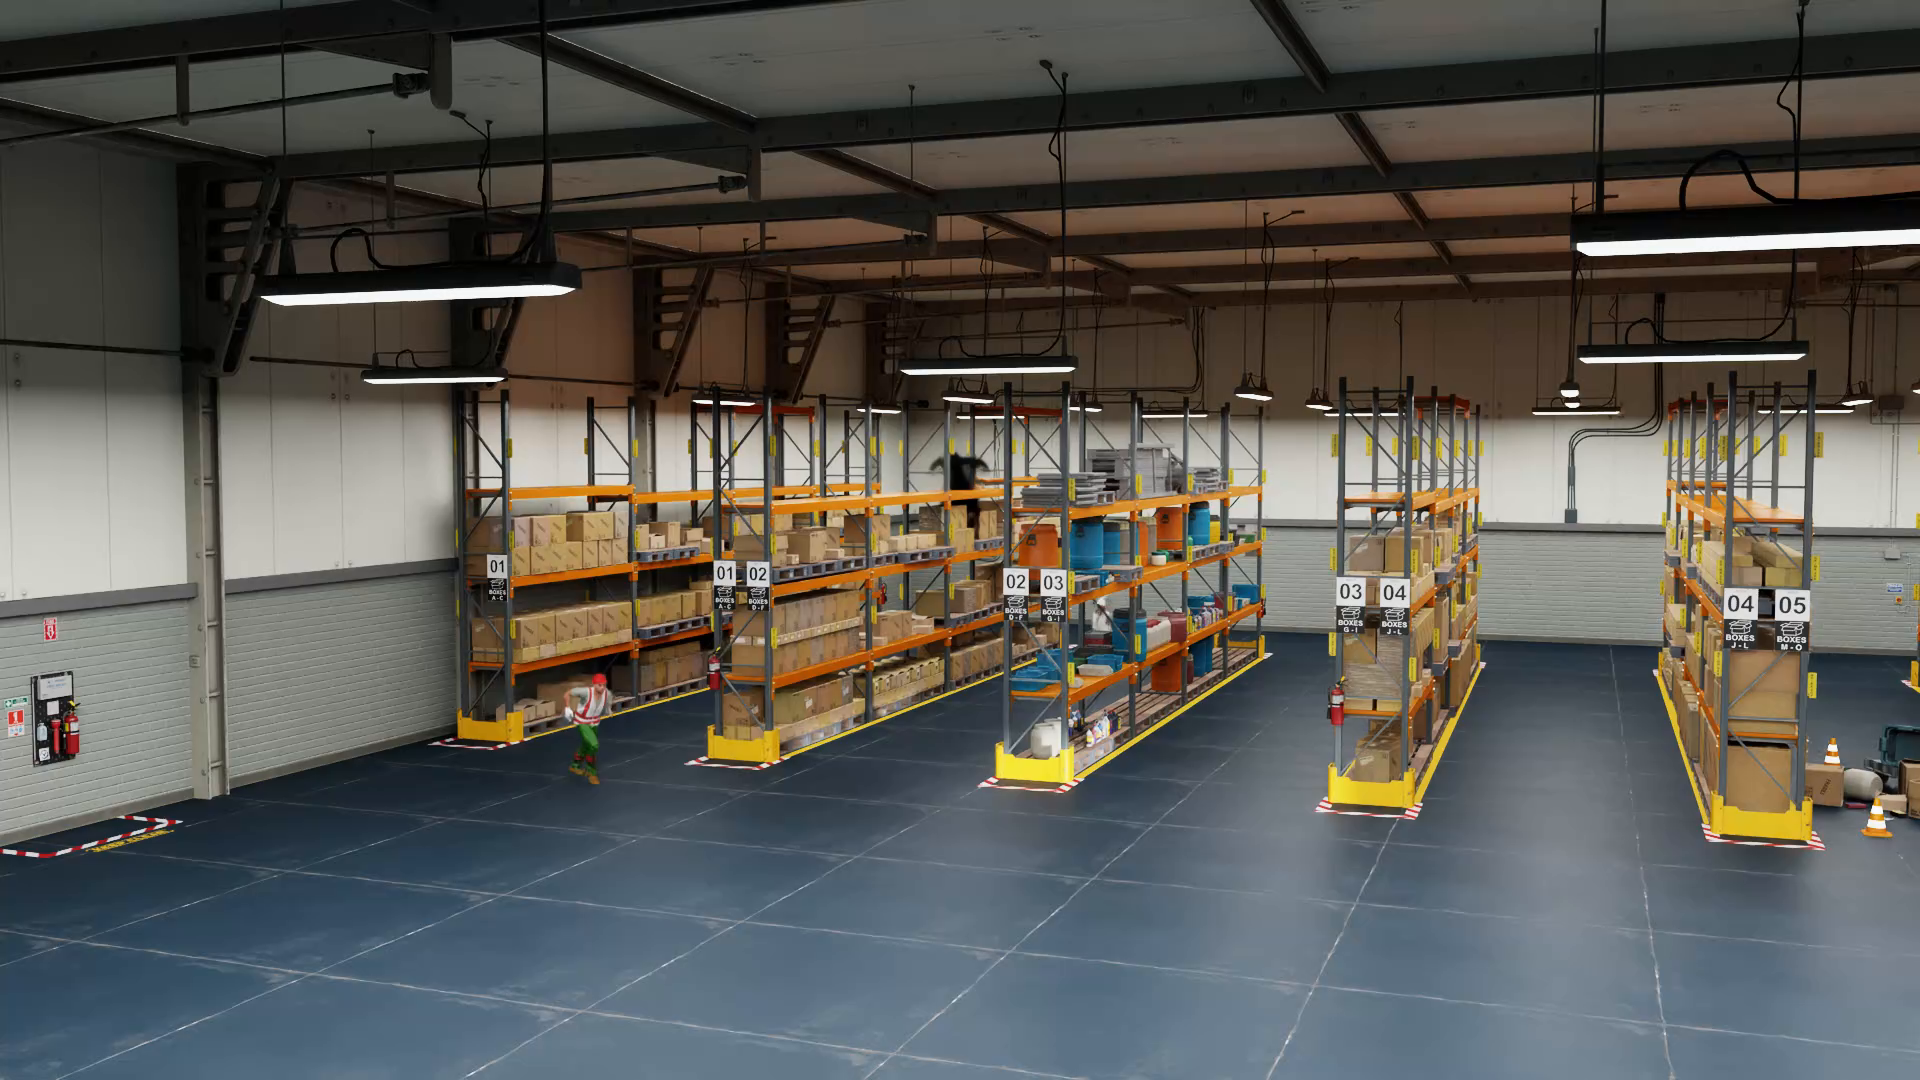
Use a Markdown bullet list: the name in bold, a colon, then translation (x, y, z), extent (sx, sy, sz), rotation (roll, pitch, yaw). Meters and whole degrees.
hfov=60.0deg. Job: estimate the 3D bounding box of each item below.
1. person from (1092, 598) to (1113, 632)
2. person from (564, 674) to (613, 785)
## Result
- **person**: translation (3.134, 2.117, 36.567), extent (0.651, 1.705, 0.738), rotation (2, 4, 35)
- **person**: translation (-5.594, 2.821, 24.893), extent (0.707, 1.711, 1.011), rotation (-3, 4, -44)
